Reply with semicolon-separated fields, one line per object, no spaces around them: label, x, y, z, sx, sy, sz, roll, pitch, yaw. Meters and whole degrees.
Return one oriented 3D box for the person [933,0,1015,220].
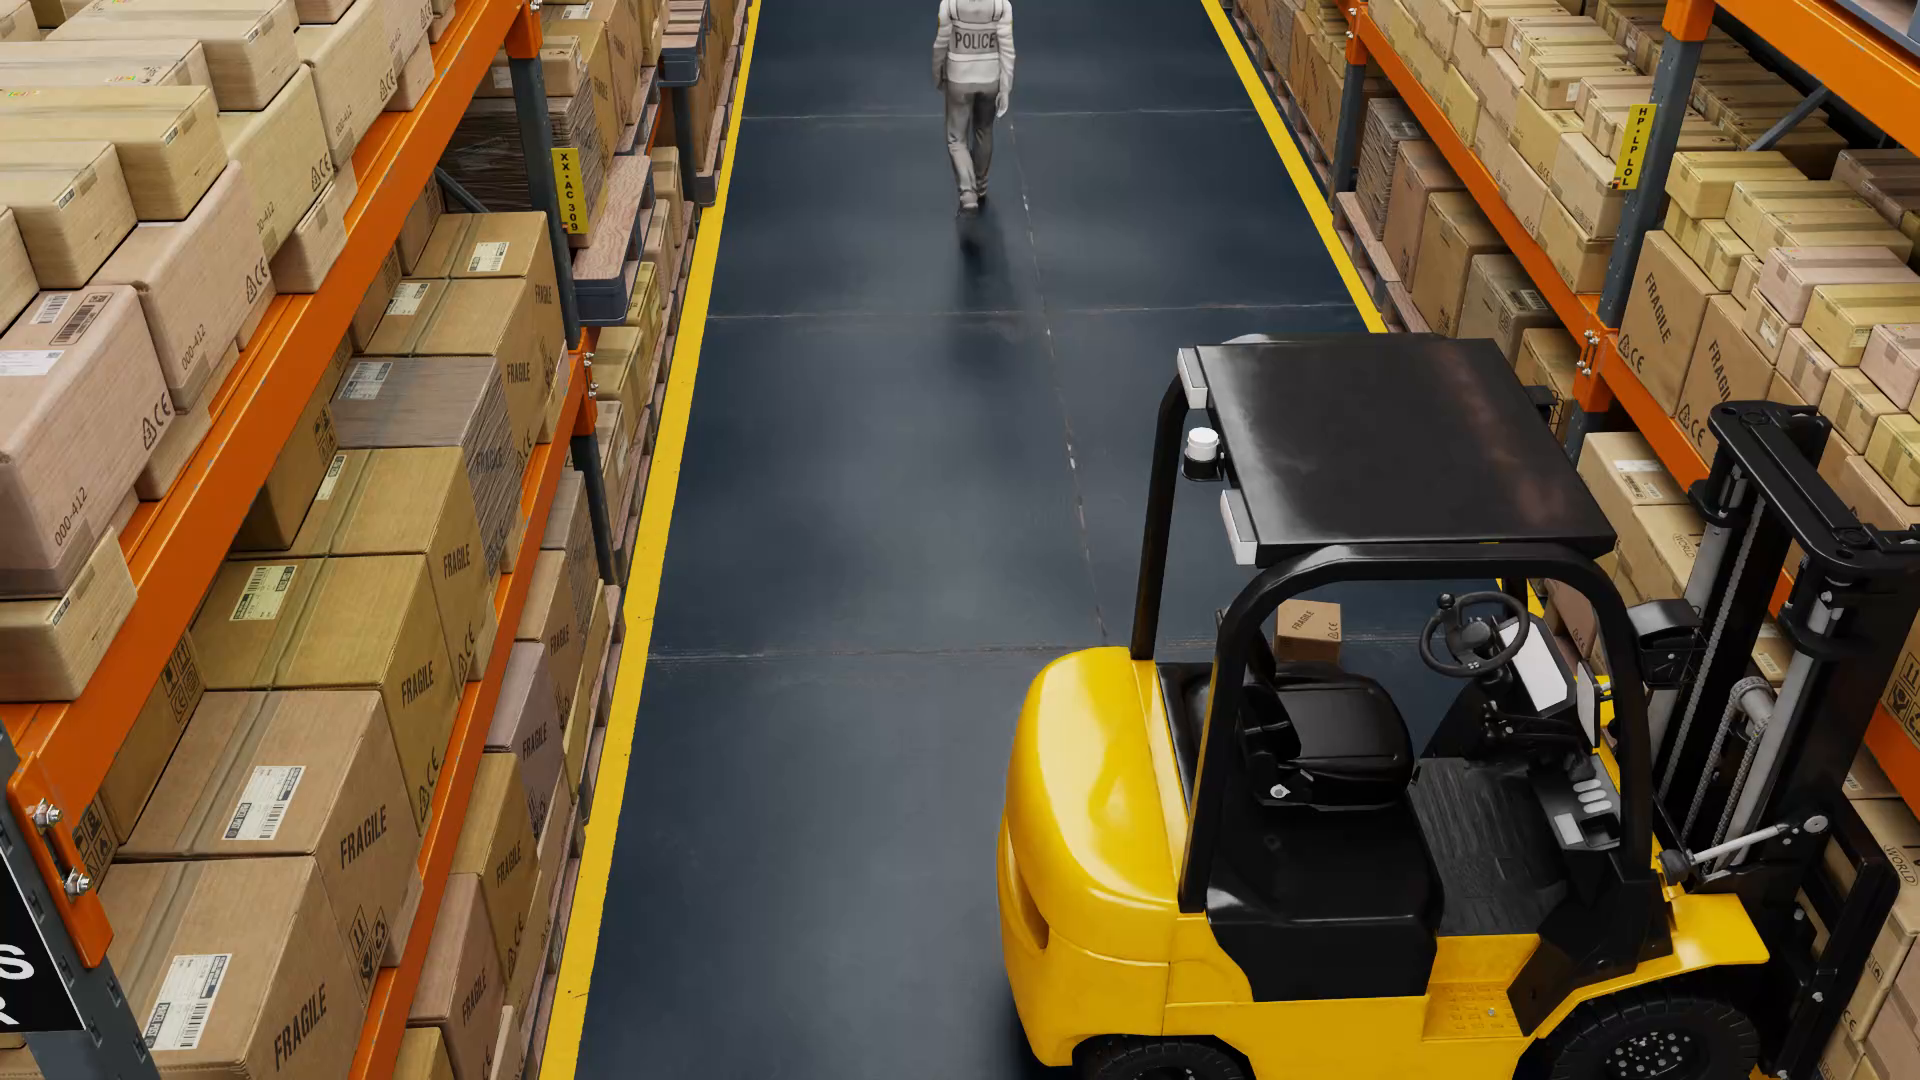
person;0.081;-2.754;9.974;0.475;1.648;0.893;-5;36;-7
